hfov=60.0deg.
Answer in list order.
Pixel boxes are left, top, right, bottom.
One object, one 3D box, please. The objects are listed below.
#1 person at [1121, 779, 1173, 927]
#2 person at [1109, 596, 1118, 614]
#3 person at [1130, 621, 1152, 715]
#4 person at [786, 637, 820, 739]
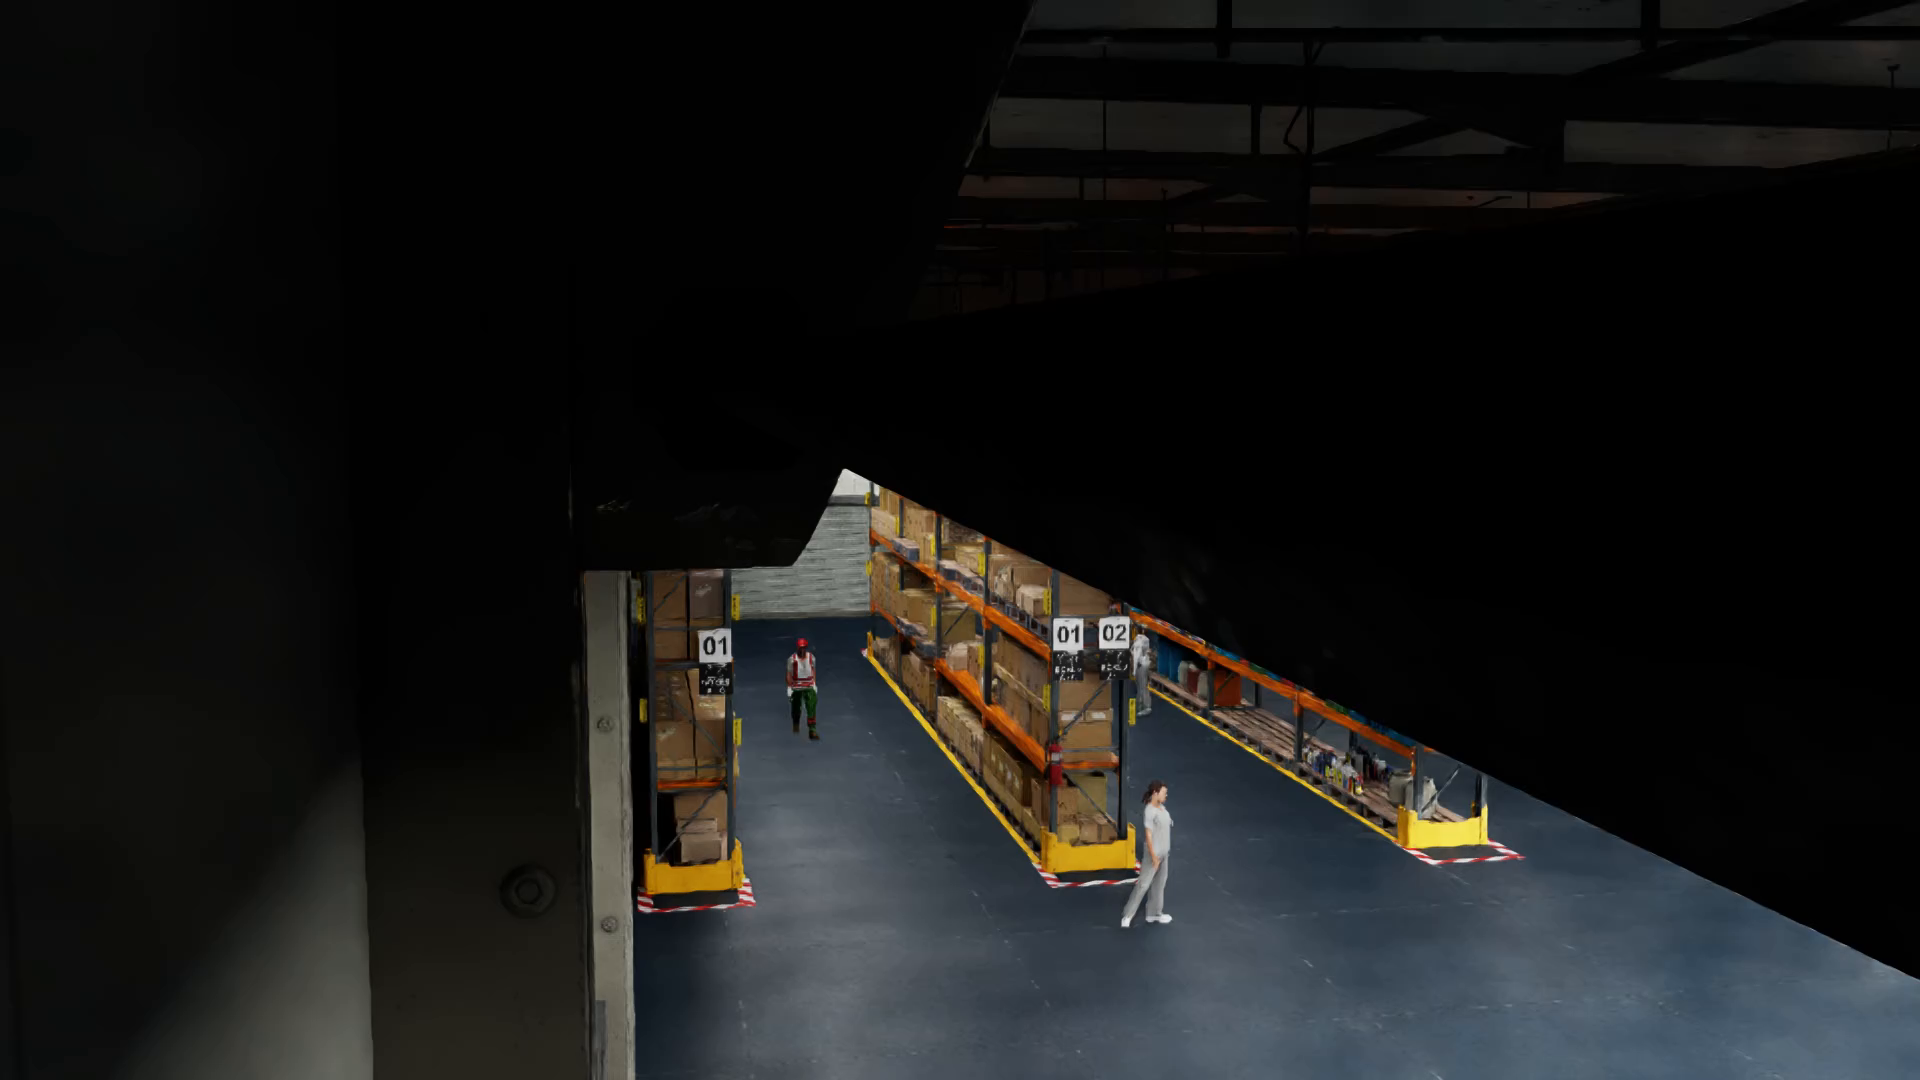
[{"bbox_3d":[2.100,3.547,18.810,0.467,1.666,0.643,4,7,33],"label":"person"},{"bbox_3d":[3.175,1.903,34.806,0.528,1.587,0.597,-1,6,-7],"label":"person"},{"bbox_3d":[3.274,2.317,30.391,0.544,1.667,0.573,2,6,20],"label":"person"},{"bbox_3d":[-2.689,2.499,28.385,0.557,1.705,1.116,-1,6,-13],"label":"person"}]
